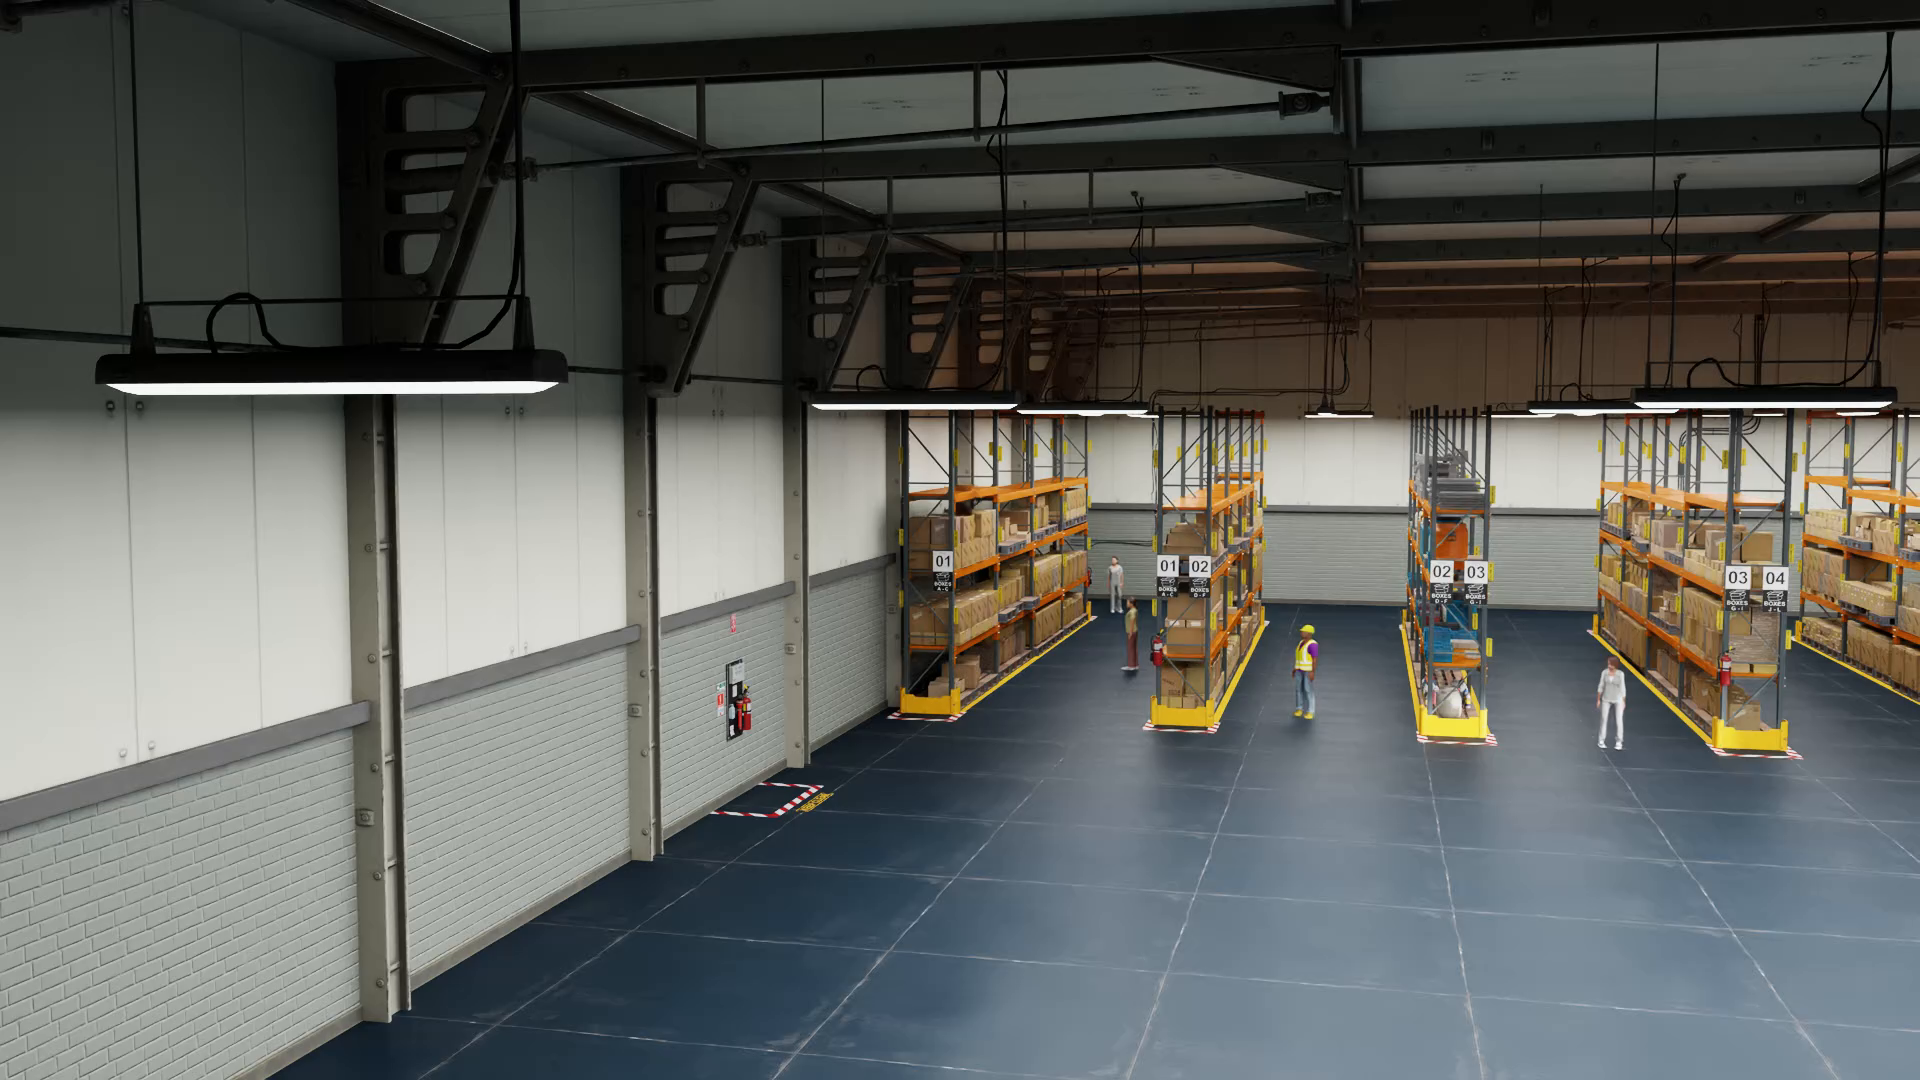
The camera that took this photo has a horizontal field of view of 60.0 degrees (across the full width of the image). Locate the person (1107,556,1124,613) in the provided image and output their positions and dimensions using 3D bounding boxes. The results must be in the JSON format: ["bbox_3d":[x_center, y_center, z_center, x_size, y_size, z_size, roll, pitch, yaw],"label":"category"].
[{"bbox_3d":[4.652,1.339,49.578,0.489,1.706,0.360,-1,4,-14],"label":"person"}]

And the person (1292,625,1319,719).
[{"bbox_3d":[6.671,2.530,32.150,0.428,1.773,0.622,-3,5,-34],"label":"person"}]

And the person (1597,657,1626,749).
[{"bbox_3d":[11.371,2.833,29.055,0.466,1.602,0.379,2,5,28],"label":"person"}]

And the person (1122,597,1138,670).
[{"bbox_3d":[3.905,2.145,38.141,0.369,1.682,0.522,1,4,10],"label":"person"}]
